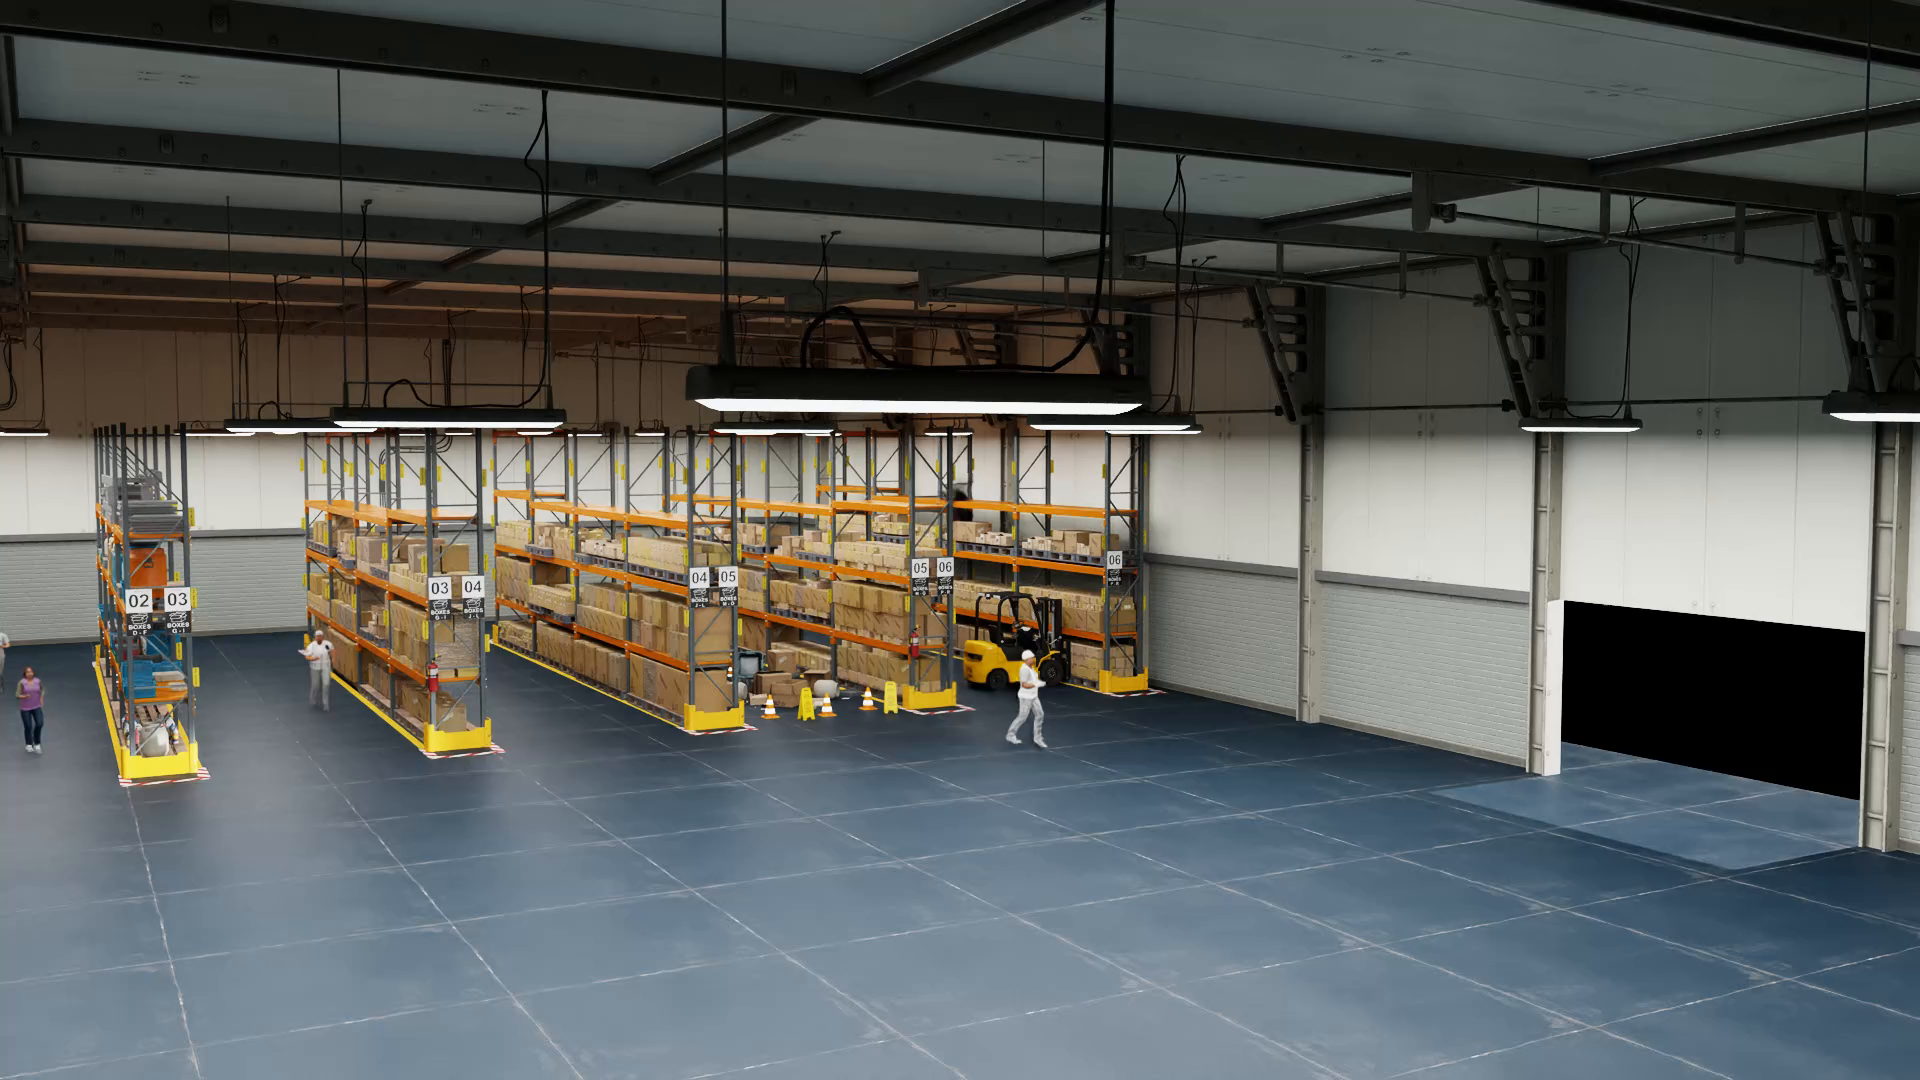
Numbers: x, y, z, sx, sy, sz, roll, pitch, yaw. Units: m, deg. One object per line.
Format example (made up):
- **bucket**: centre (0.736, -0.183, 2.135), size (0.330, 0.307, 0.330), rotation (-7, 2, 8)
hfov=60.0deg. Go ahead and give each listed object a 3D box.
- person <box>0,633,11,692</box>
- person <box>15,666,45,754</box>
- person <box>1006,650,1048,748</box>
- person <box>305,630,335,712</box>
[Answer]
- **person**: centre (-21.424, 2.633, 36.958), size (0.580, 1.651, 0.989), rotation (-3, 4, -39)
- **person**: centre (-16.878, 3.094, 30.230), size (0.518, 1.610, 0.649), rotation (-3, 4, -39)
- **person**: centre (1.242, 2.880, 30.856), size (0.808, 1.680, 0.660), rotation (1, 4, 20)
- **person**: centre (-13.587, 2.756, 35.336), size (0.614, 1.697, 0.930), rotation (-2, 4, -25)
